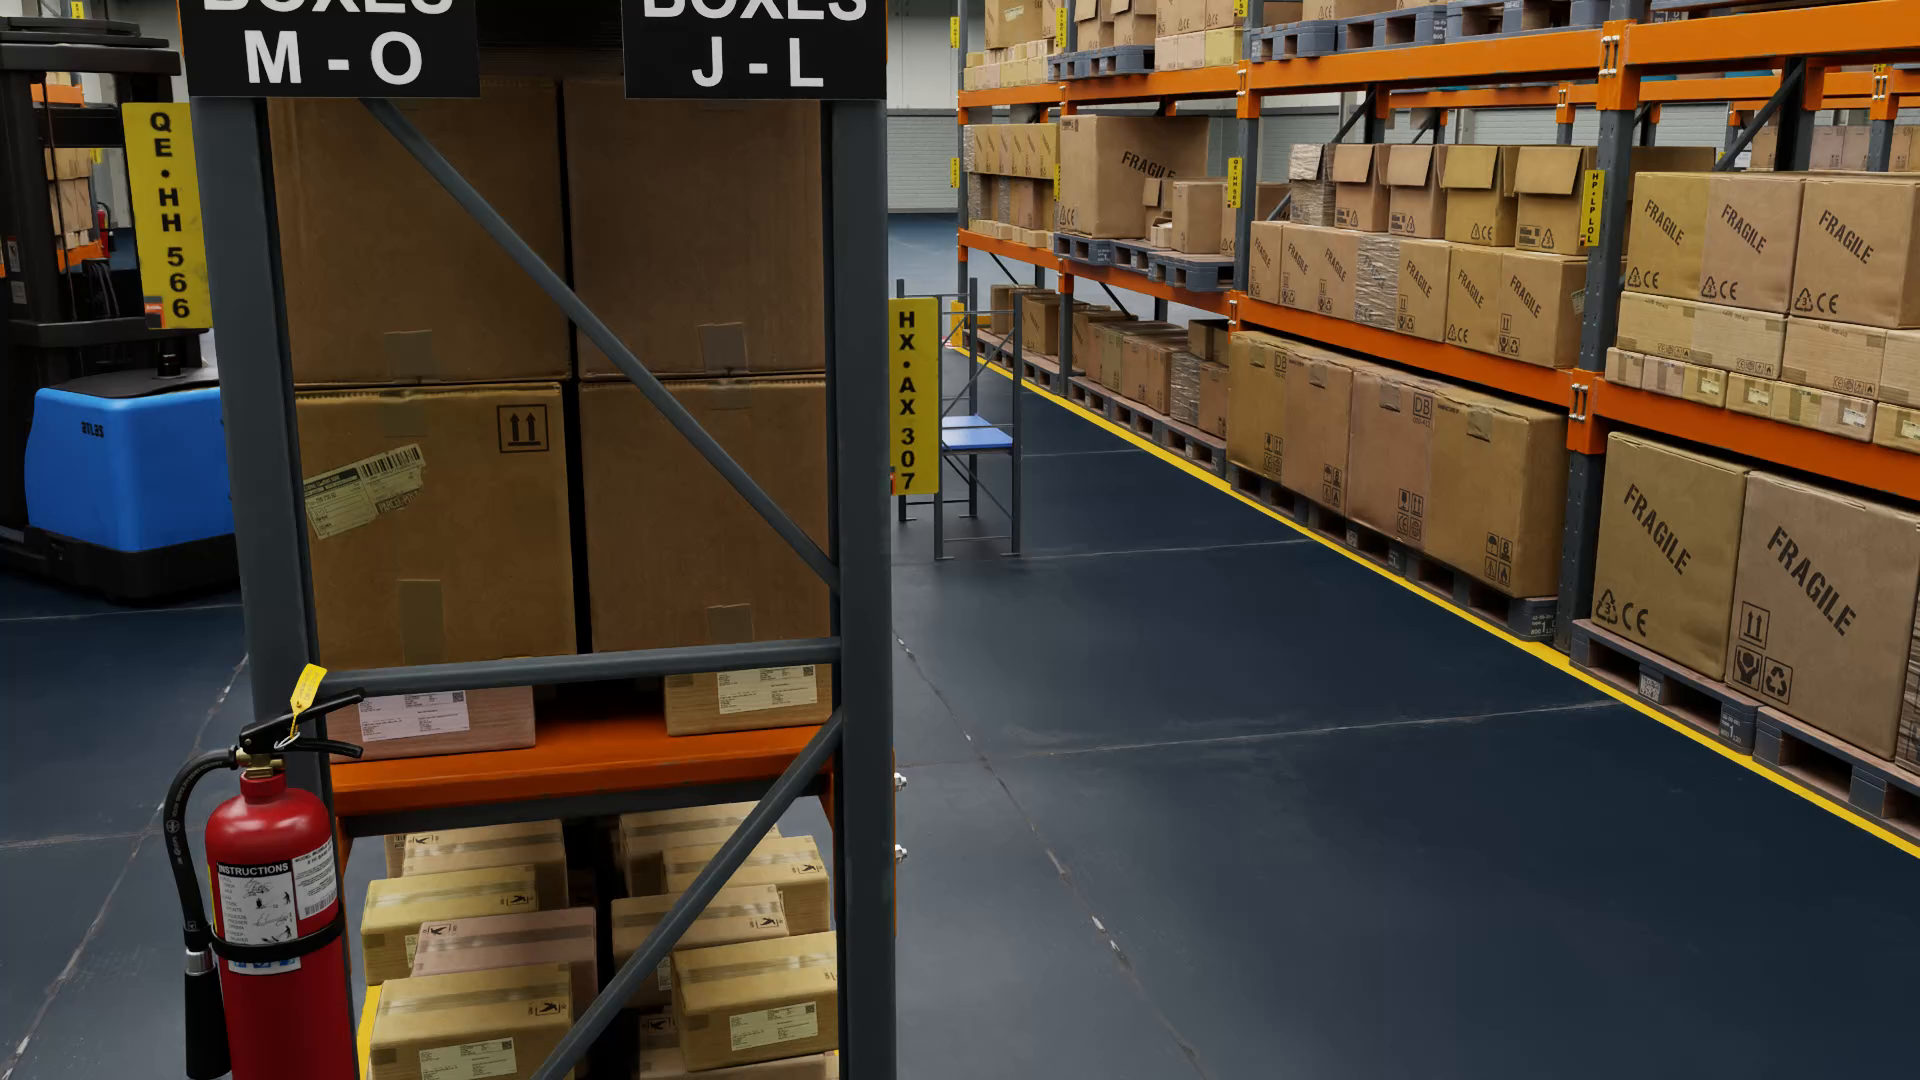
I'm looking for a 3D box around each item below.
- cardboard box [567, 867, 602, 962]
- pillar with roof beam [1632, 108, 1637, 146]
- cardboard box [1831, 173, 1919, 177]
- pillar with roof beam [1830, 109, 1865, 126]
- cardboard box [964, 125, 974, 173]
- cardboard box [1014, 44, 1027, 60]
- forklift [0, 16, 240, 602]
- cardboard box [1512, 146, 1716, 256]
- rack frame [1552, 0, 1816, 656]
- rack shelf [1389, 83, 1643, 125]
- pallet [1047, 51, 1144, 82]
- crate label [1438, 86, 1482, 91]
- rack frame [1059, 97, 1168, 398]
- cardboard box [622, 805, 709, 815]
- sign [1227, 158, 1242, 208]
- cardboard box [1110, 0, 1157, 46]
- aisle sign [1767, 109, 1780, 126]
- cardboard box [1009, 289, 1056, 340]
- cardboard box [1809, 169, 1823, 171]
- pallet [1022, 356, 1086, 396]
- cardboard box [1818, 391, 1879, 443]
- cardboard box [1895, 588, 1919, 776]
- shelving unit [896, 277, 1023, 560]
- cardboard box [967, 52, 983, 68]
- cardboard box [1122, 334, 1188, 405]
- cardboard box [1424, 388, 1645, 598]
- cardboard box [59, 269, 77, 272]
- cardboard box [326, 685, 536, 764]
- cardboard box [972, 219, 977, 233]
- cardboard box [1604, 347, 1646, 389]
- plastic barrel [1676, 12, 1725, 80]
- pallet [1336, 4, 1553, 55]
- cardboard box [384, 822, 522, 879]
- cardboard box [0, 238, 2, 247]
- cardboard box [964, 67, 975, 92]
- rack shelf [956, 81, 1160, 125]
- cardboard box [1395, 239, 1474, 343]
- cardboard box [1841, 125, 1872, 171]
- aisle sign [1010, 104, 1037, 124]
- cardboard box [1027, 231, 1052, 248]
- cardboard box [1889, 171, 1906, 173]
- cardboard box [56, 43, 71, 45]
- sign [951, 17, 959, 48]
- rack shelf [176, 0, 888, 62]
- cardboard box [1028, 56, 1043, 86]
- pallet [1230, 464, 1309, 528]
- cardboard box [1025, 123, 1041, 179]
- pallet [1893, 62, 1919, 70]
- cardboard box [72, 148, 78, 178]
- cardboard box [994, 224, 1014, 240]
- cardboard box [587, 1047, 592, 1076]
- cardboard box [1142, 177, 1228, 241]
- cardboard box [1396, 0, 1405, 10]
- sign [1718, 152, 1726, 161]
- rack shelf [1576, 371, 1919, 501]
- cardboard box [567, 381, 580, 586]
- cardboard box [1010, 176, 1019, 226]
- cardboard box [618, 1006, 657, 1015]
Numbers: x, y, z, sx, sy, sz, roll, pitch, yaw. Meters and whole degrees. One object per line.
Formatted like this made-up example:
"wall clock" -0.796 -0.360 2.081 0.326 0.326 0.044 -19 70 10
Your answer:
"cardboard box" -1.101 0.959 4.176 0.380 0.149 0.250 -3 14 -14
"pillar with roof beam" 8.921 -9.886 31.430 9.100 9.000 0.400 -3 14 -13
"cardboard box" 3.775 -1.189 6.582 0.500 0.500 0.500 -3 14 -13
"pillar with roof beam" 10.331 -8.502 25.765 9.100 9.000 0.400 -3 14 -13
"cardboard box" 0.339 -4.265 18.119 0.500 0.500 0.500 -3 14 -13
"cardboard box" 0.742 -4.746 16.188 0.380 0.149 0.250 -3 14 -11
"forklift" -5.063 -1.363 9.330 3.031 2.935 1.130 10 17 35
"cardboard box" 3.135 -1.643 8.006 0.797 0.503 0.637 -4 14 -15
"rack frame" 3.293 -0.960 7.535 1.000 3.000 0.127 -3 14 -13
"rack shelf" 5.759 -4.650 17.837 1.077 0.370 4.000 -3 14 -13
"pallet" 1.456 -4.023 14.149 1.213 0.211 1.003 -3 14 -13
"crate label" 5.408 -4.939 17.815 0.502 0.251 0.408 -3 14 -13
"rack frame" 1.414 -2.805 15.089 1.000 3.000 0.127 -3 14 -13
"cardboard box" -0.716 0.729 4.492 0.380 0.149 0.250 -3 14 -11
"sign" 1.828 -2.374 11.052 0.100 0.325 0.005 -3 14 -13
"cardboard box" 1.650 -4.185 13.316 0.797 0.503 0.637 -3 14 -11
"aisle sign" 10.375 -5.574 20.944 0.394 0.787 0.004 -3 14 -13
"cardboard box" 0.779 -2.437 17.963 0.500 0.500 0.500 0 14 2
"cardboard box" 10.232 -4.303 19.640 0.380 0.149 0.250 -4 14 -15
"pallet" 1.222 -1.604 16.047 1.003 0.211 1.213 -3 14 -13
"cardboard box" 3.344 -0.452 5.986 0.380 0.149 0.250 -3 14 -13
"cardboard box" 3.791 0.438 5.406 0.875 0.875 0.875 -3 14 -13
"shelving unit" -0.020 -0.748 9.830 0.538 1.500 1.048 -3 14 -13
"cardboard box" 0.281 -5.164 17.901 0.380 0.149 0.250 -3 14 -12
"cardboard box" 1.763 -1.422 13.766 0.700 0.500 0.500 -5 14 -18
"cardboard box" 3.123 -0.278 8.338 1.225 0.875 0.875 -3 14 -13
"cardboard box" -8.565 -2.472 15.688 0.380 0.149 0.250 -3 14 -12
"cardboard box" -0.964 0.279 2.995 0.380 0.149 0.250 -3 14 -13
"cardboard box" 0.350 -3.468 18.332 0.380 0.149 0.250 -3 14 -13
"cardboard box" 3.039 -0.751 7.210 0.380 0.149 0.250 -3 14 -13
"plastic barrel" 6.713 -4.526 14.756 0.600 0.901 0.600 0 14 0
"pallet" 2.822 -2.845 9.328 1.003 0.211 1.213 -3 14 -11
"cardboard box" -1.287 0.764 4.348 0.380 0.149 0.250 -3 14 -11
"cardboard box" -8.192 -2.678 13.729 0.500 0.500 0.500 -3 14 -13
"cardboard box" 0.337 -4.987 18.014 0.500 0.250 0.500 -3 14 -12
"rack shelf" 0.944 -4.374 16.707 1.077 0.370 4.000 -3 14 -13
"cardboard box" 2.679 -1.336 8.863 0.500 0.500 0.500 -3 14 -14
"cardboard box" 10.580 -4.485 19.019 0.700 0.500 0.500 -3 14 -13
"aisle sign" 0.752 -5.022 18.685 0.394 0.787 0.004 -3 14 -13
"cardboard box" 0.861 -2.887 15.954 0.380 0.149 0.250 -3 14 -13
"cardboard box" 10.535 -4.006 18.426 0.380 0.149 0.250 -3 14 -13
"cardboard box" -8.776 -4.602 15.810 0.500 0.250 0.500 -3 14 -14
"sign" -0.053 -5.580 18.283 0.100 0.325 0.005 -3 14 -13
"rack shelf" -1.082 -1.353 4.340 1.077 0.370 4.000 -3 14 -13
"cardboard box" 0.941 -4.401 15.618 0.500 0.250 0.500 -3 14 -12
"pallet" 2.465 -0.342 10.882 1.003 0.211 1.213 -3 14 -13
"cardboard box" 0.922 -3.688 15.758 0.500 0.500 0.500 -3 14 -13
"pallet" 7.253 -3.342 11.364 1.003 0.211 1.213 -3 14 -13
"cardboard box" -8.714 -3.632 15.528 0.700 0.500 0.500 -3 14 -13
"cardboard box" 0.568 -3.176 17.134 0.380 0.149 0.250 -3 14 -13
"cardboard box" -1.076 1.168 3.949 0.380 0.149 0.250 -3 14 -13
"cardboard box" 1.911 -2.665 13.412 0.797 0.503 0.637 -2 14 -7
"cardboard box" 2.855 -3.261 9.540 0.500 0.500 0.500 -3 14 -10
"sign" 9.564 -4.709 20.890 0.100 0.325 0.005 -3 14 -13
"rack shelf" 3.763 -0.149 5.732 1.077 0.370 4.000 -3 14 -13
"cardboard box" -1.084 -0.185 3.528 0.500 0.500 0.500 -4 14 -14
"cardboard box" 0.993 -3.450 16.892 0.875 0.500 0.500 -3 14 -13
"cardboard box" -0.639 0.999 4.011 0.380 0.149 0.250 -3 14 -12
